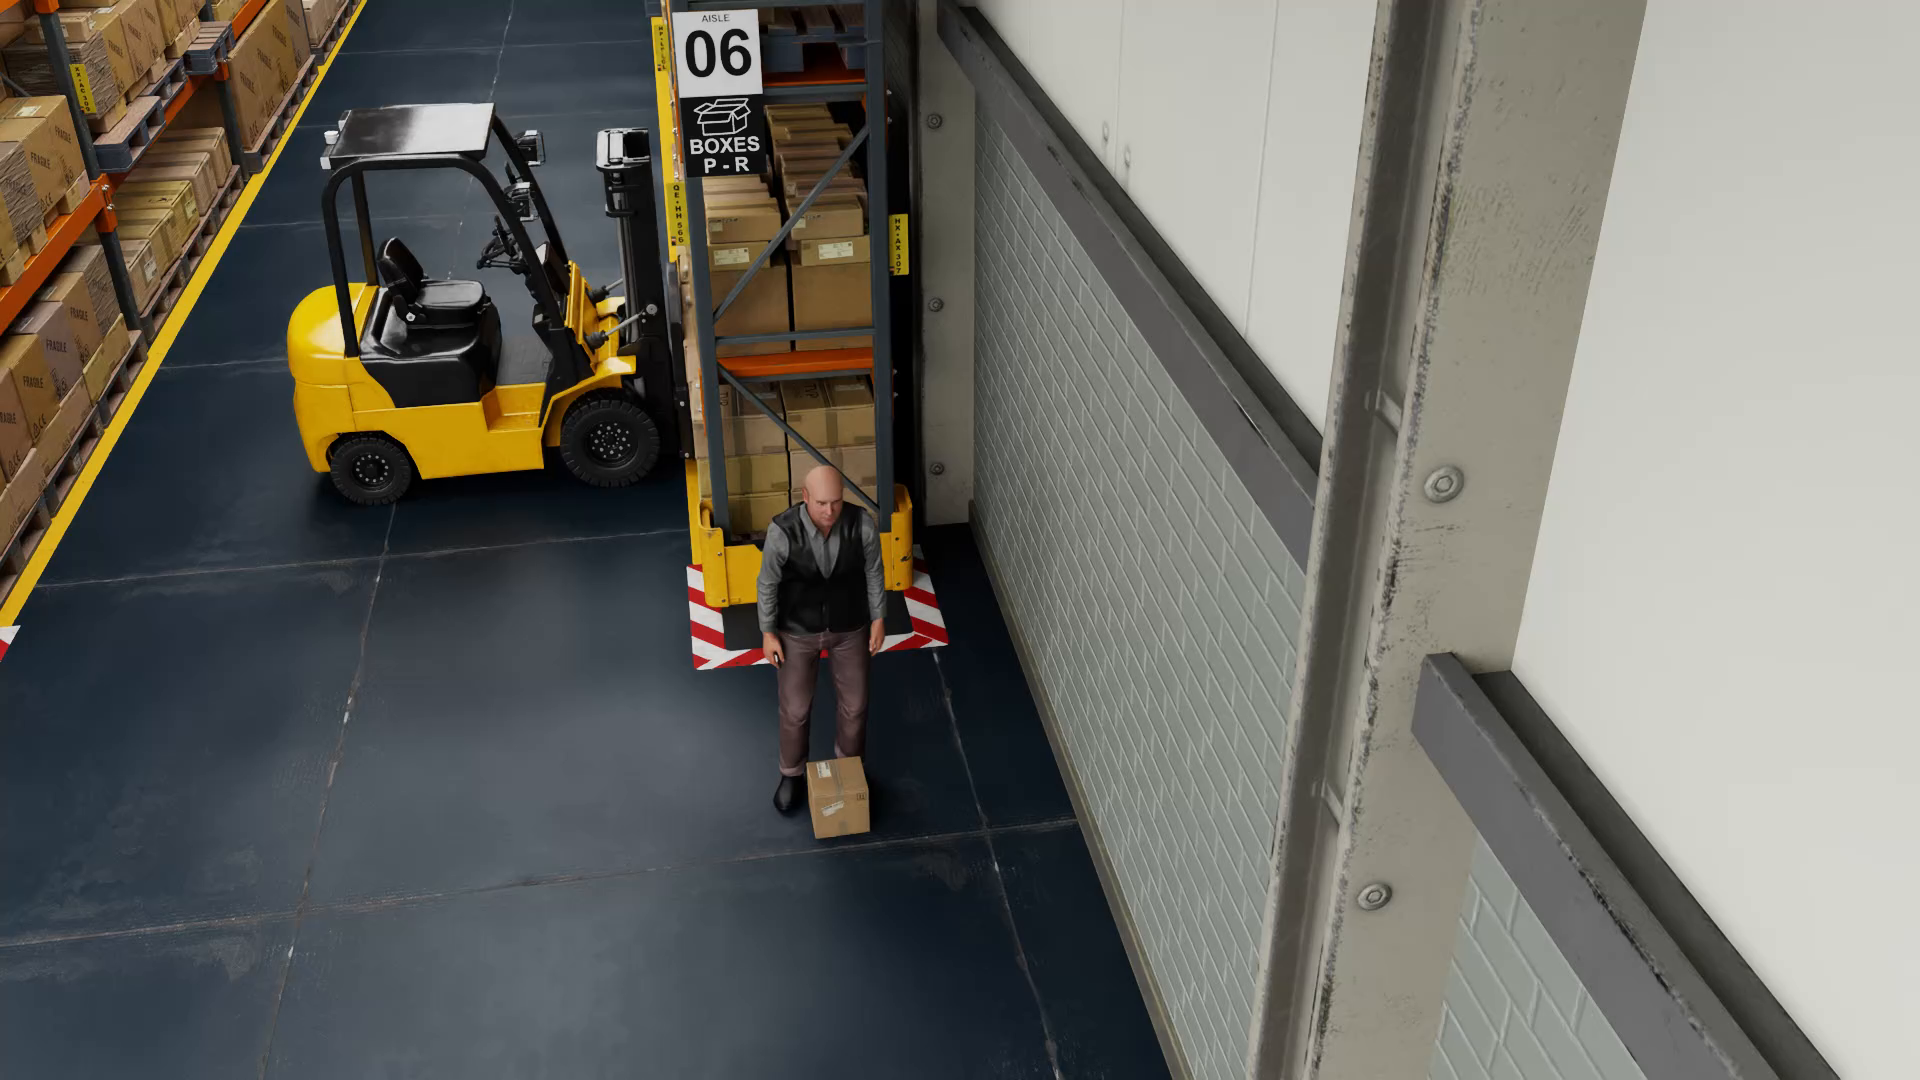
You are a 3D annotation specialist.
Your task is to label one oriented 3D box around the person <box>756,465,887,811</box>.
[{"bbox_3d":[-0.613,0.403,7.479,0.583,1.719,0.421,-7,31,-12],"label":"person"}]
